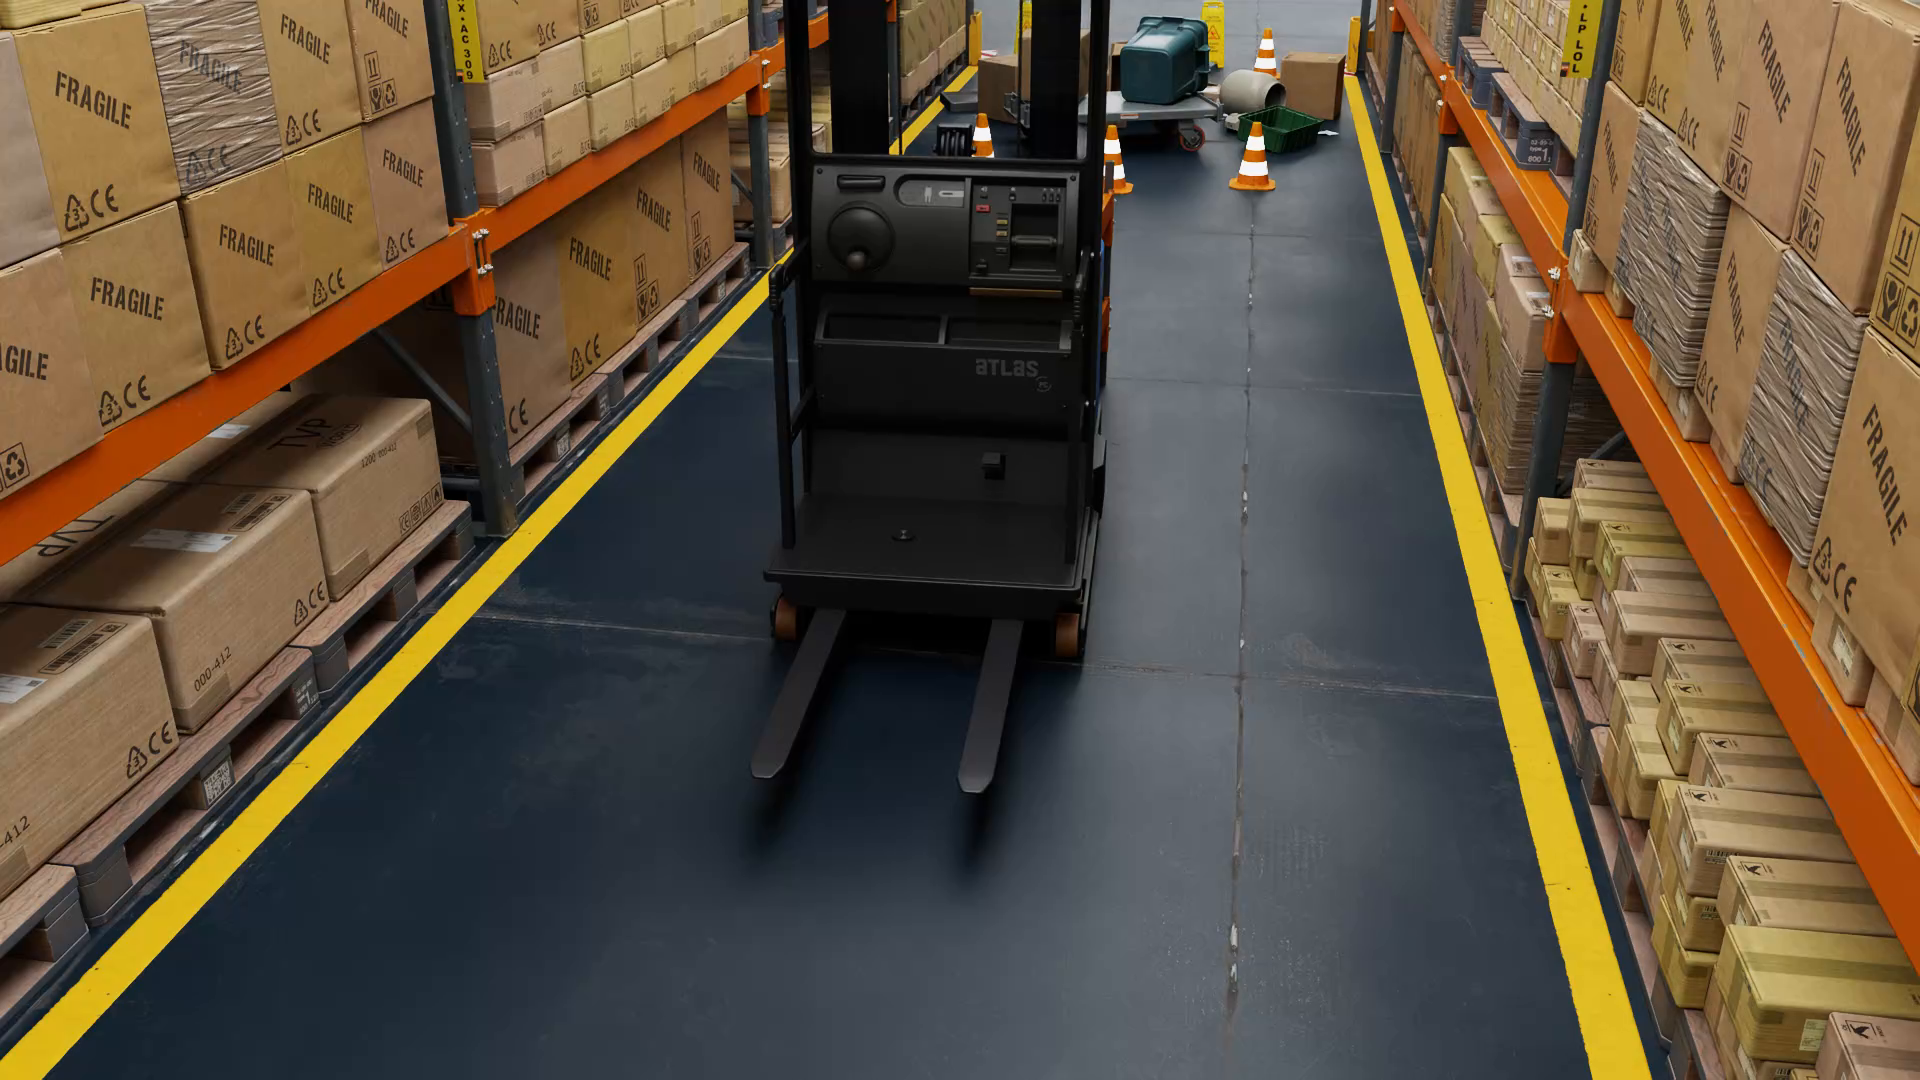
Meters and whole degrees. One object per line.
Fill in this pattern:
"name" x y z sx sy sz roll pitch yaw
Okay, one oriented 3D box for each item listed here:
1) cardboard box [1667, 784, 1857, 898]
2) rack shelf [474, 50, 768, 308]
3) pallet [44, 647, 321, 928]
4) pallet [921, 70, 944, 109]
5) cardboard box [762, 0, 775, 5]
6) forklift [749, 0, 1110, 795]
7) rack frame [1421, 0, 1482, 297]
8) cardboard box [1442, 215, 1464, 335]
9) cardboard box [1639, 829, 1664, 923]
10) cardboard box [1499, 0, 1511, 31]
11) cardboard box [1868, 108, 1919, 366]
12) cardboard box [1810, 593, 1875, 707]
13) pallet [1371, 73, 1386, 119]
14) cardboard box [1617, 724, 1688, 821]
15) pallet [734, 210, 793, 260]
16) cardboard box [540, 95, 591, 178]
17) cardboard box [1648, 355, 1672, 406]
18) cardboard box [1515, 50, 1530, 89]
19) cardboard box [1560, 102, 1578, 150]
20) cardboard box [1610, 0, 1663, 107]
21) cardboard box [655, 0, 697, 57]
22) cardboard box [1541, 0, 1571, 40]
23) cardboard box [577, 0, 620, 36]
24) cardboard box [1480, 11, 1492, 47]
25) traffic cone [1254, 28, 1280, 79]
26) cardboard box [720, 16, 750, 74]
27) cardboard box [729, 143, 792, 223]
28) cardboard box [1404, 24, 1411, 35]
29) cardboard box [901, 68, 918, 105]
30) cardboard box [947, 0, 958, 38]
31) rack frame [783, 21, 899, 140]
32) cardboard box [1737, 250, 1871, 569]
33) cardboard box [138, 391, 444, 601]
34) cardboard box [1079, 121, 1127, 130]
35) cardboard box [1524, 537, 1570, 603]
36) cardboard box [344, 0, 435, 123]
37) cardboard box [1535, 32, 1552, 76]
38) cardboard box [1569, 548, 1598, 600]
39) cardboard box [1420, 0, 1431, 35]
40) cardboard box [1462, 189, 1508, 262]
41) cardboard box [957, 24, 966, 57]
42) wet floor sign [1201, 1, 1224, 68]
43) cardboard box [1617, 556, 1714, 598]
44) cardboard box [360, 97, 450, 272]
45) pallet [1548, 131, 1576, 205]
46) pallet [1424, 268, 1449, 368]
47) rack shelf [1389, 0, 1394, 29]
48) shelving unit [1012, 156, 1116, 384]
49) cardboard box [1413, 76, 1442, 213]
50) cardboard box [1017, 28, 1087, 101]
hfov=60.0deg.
"cardboard box" 1.872 0.713 3.855 0.380 0.149 0.250 5 26 10
"rack shelf" -1.993 -1.926 8.175 1.077 0.370 4.000 4 25 9
"pallet" -2.718 0.672 5.065 1.003 0.211 1.213 4 25 9
"pallet" -0.740 -4.293 15.673 1.003 0.211 1.213 4 25 9
"cardboard box" -1.350 -3.403 10.284 0.380 0.149 0.250 2 25 5
"forklift" -0.078 -1.065 5.568 1.130 2.935 3.031 3 25 6
"rack frame" 3.234 -2.787 9.167 1.000 3.000 0.127 4 25 9
"cardboard box" 2.788 -1.357 8.564 0.500 0.500 0.500 4 25 9
"cardboard box" 1.949 0.878 4.204 0.380 0.149 0.250 5 25 10
"cardboard box" 2.875 -2.585 8.184 0.380 0.149 0.250 3 25 7
"cardboard box" 1.839 -0.495 2.621 0.500 0.500 0.500 3 25 7
"cardboard box" 1.824 0.201 3.079 0.380 0.149 0.250 5 25 10
"pallet" 4.287 -4.022 15.093 1.003 0.211 1.213 4 25 9
"cardboard box" 1.965 0.626 4.390 0.380 0.149 0.250 4 25 9
"pallet" -1.536 -2.152 11.098 1.003 0.211 1.213 4 25 9
"cardboard box" -1.904 -1.729 7.083 0.500 0.250 0.500 3 25 7
"cardboard box" 2.095 -0.462 4.496 0.380 0.149 0.250 4 25 9
"cardboard box" 2.747 -2.136 7.576 0.380 0.149 0.250 4 25 9
"cardboard box" 2.535 -1.583 6.396 0.380 0.149 0.250 4 25 8
"cardboard box" 2.267 -1.575 4.929 0.500 0.500 0.500 5 25 10
"cardboard box" -1.638 -2.596 8.345 0.500 0.250 0.500 3 25 7
"cardboard box" 2.667 -2.187 6.983 0.380 0.149 0.250 3 25 6
"cardboard box" -1.824 -2.502 7.259 0.500 0.500 0.500 3 25 7
"cardboard box" 2.962 -2.691 8.761 0.380 0.149 0.250 4 25 8
"traffic cone" 3.054 -4.861 16.588 0.336 0.463 0.334 4 25 9
"cardboard box" -1.492 -2.791 9.351 0.500 0.250 0.500 3 25 7
"cardboard box" -1.563 -2.324 10.780 0.950 0.372 0.625 2 25 5
"cardboard box" 4.060 -3.946 13.654 0.875 0.875 0.875 4 25 9
"cardboard box" -0.649 -3.934 14.364 0.500 0.250 0.500 3 25 6
"cardboard box" -0.314 -5.147 16.071 0.500 0.500 0.500 5 26 10
"rack frame" -1.012 -4.761 13.383 1.000 3.000 0.127 4 25 9
"cardboard box" 1.909 -0.255 3.288 0.500 0.500 0.500 4 25 9
"cardboard box" -2.528 -0.190 6.144 0.875 0.438 0.875 4 25 8
"cardboard box" 1.239 -3.715 14.373 0.258 0.266 0.396 -14 29 -27
"cardboard box" 2.204 0.117 5.830 0.380 0.149 0.250 3 25 6
"cardboard box" -2.124 -1.697 5.539 0.500 0.500 0.500 4 25 8
"cardboard box" 2.663 -2.057 7.057 0.380 0.149 0.250 4 25 9
"cardboard box" 2.253 0.093 5.529 0.380 0.149 0.250 4 25 9
"cardboard box" 3.208 -3.457 10.480 0.500 0.500 0.500 4 25 8
"cardboard box" 2.706 -1.495 7.975 0.500 0.250 0.500 4 25 9
"cardboard box" -0.229 -5.012 16.668 0.500 0.250 0.500 4 25 8
"wet floor sign" 2.593 -5.216 17.133 0.267 0.644 0.232 0 25 -1
"cardboard box" 2.204 0.178 4.998 0.380 0.149 0.250 3 25 7
"cardboard box" -2.143 -1.249 5.762 0.500 0.500 0.500 4 25 9
"pallet" 2.849 -1.337 6.295 1.003 0.211 1.213 4 25 9
"pallet" 3.105 -1.198 9.060 1.003 0.211 1.213 4 25 9
"rack shelf" 4.215 -4.971 14.680 1.077 0.370 4.000 4 25 9
"shelving unit" 0.391 -1.119 7.814 0.538 1.125 1.048 5 26 11
"cardboard box" 3.562 -2.573 10.867 1.050 0.750 0.750 4 25 9
"cardboard box" 0.749 -3.861 13.516 0.500 0.500 0.500 4 25 9
